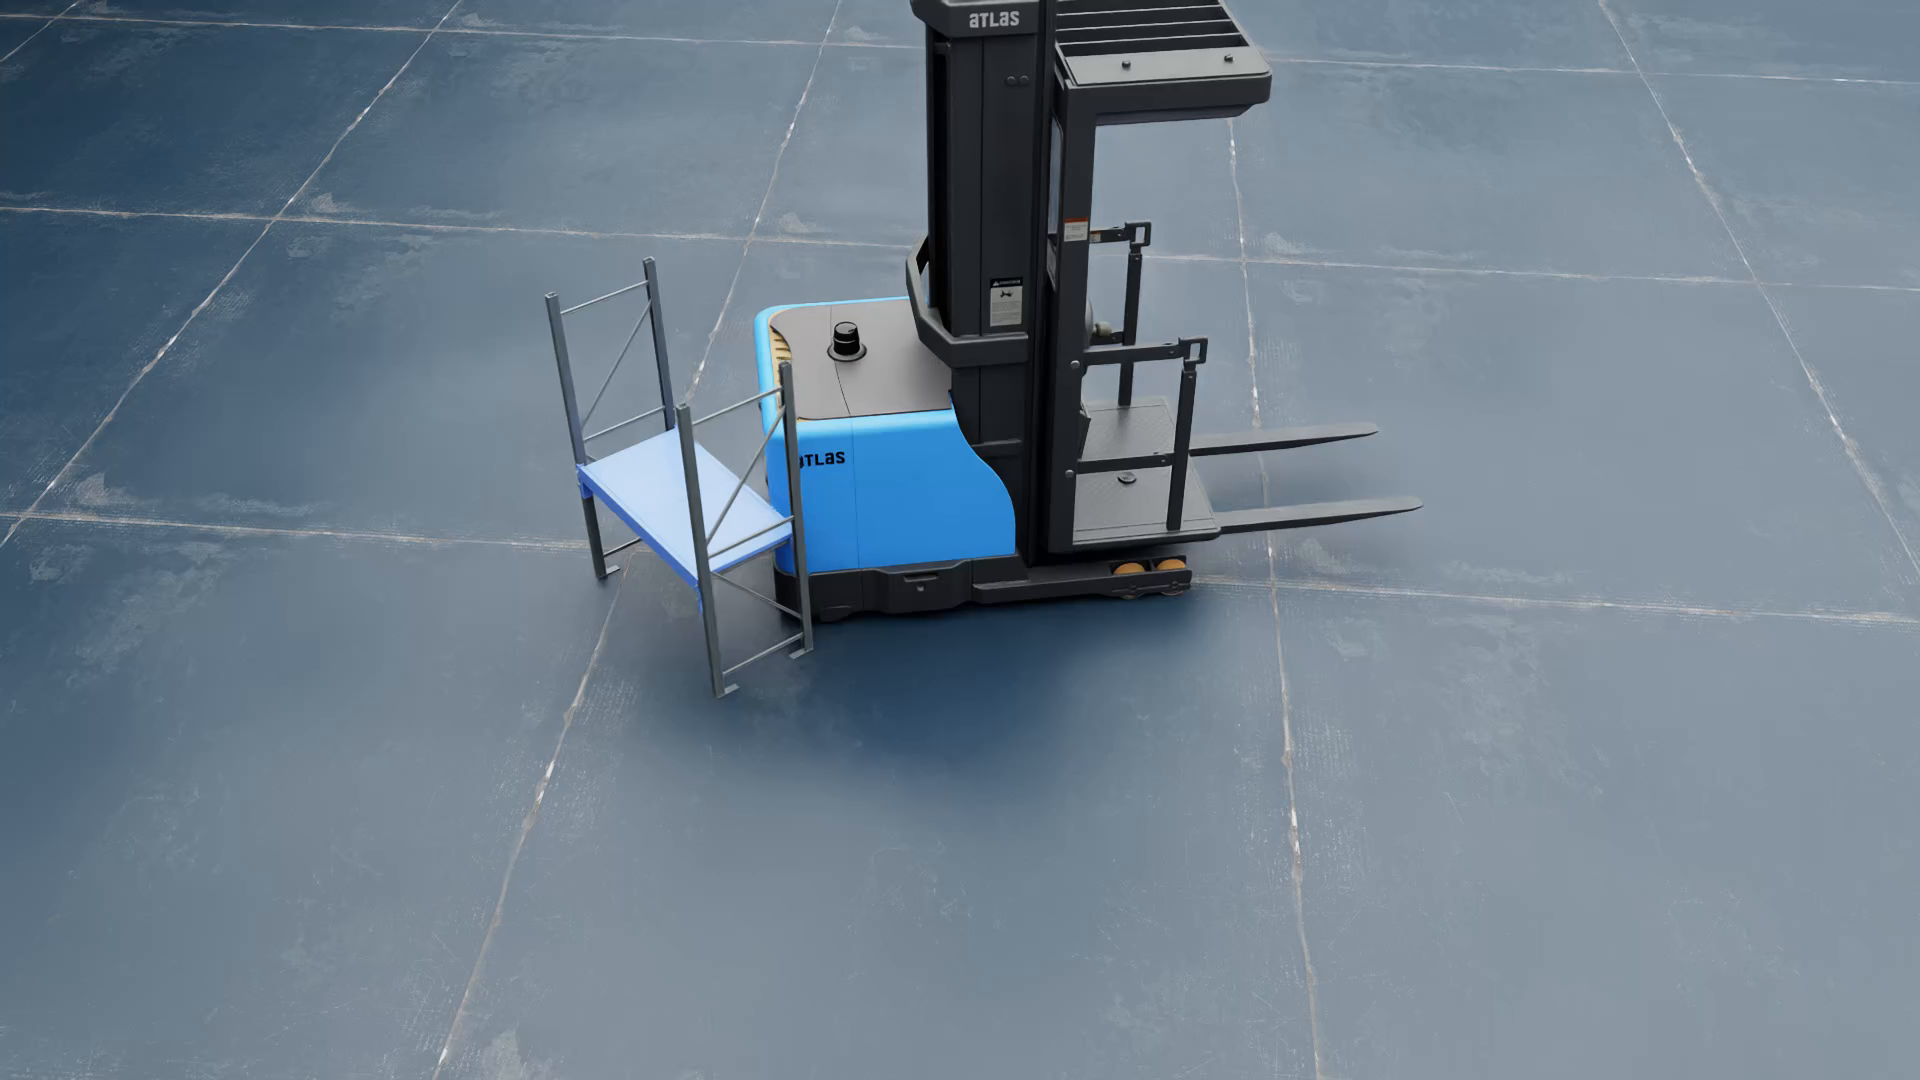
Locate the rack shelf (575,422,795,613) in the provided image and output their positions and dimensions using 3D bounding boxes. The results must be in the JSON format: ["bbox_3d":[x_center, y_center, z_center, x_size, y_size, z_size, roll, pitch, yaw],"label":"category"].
[{"bbox_3d":[-1.168,-0.118,7.162,0.538,0.185,1.000,-27,46,-29],"label":"rack shelf"}]

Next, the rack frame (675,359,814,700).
[{"bbox_3d":[-0.850,-0.007,6.741,0.500,1.500,0.032,-27,46,-29],"label":"rack frame"}]

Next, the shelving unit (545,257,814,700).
[{"bbox_3d":[-1.168,-0.257,7.048,0.538,1.500,1.048,-27,46,-29],"label":"shelving unit"}]

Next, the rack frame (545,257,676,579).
[{"bbox_3d":[-1.487,-0.507,7.355,0.500,1.500,0.032,-27,46,-29],"label":"rack frame"}]

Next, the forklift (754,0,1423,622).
[{"bbox_3d":[0.617,-1.194,7.065,3.031,2.935,1.130,-5,39,-6],"label":"forklift"}]
